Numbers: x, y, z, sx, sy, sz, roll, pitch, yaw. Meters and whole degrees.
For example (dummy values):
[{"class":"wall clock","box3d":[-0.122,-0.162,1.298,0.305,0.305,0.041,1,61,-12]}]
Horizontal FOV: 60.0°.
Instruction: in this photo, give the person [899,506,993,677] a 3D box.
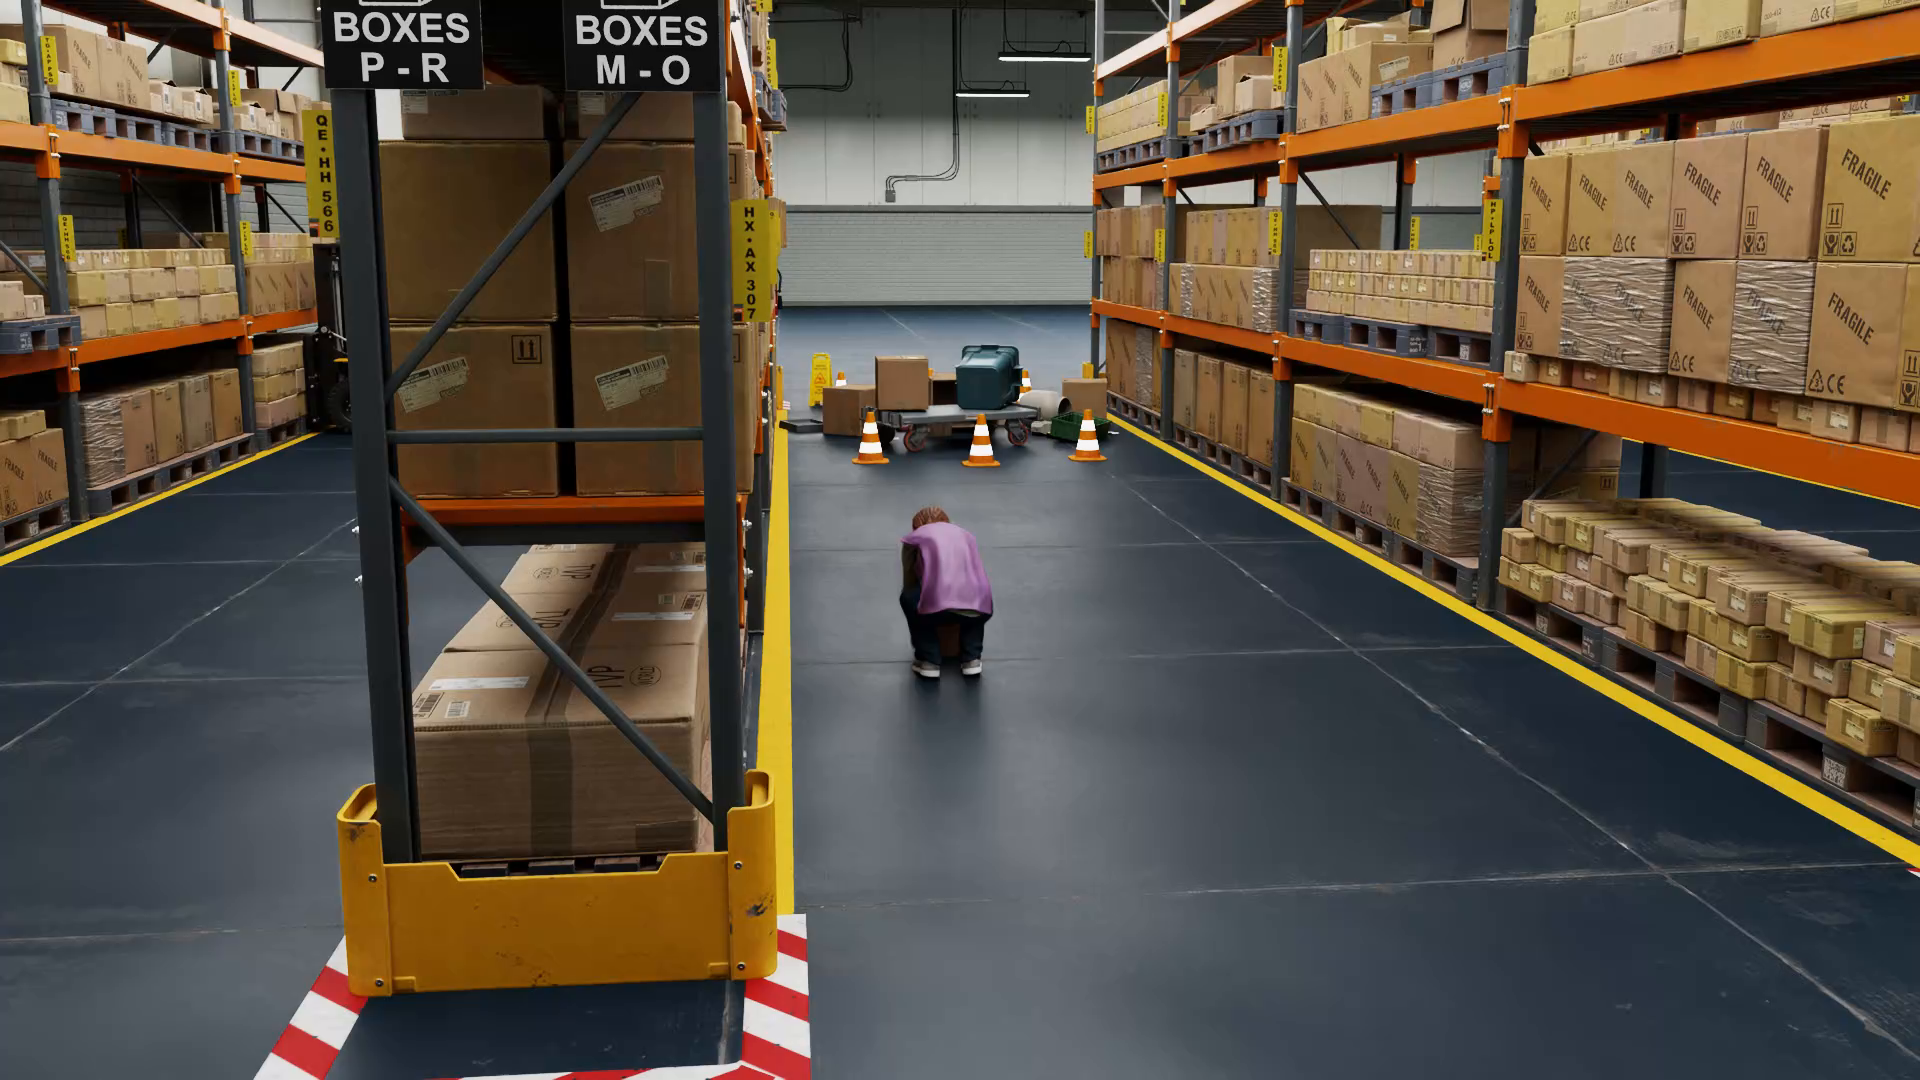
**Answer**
[{"class":"person","box3d":[-0.068,0.267,7.974,0.433,0.769,0.811,-1,10,-6]}]
